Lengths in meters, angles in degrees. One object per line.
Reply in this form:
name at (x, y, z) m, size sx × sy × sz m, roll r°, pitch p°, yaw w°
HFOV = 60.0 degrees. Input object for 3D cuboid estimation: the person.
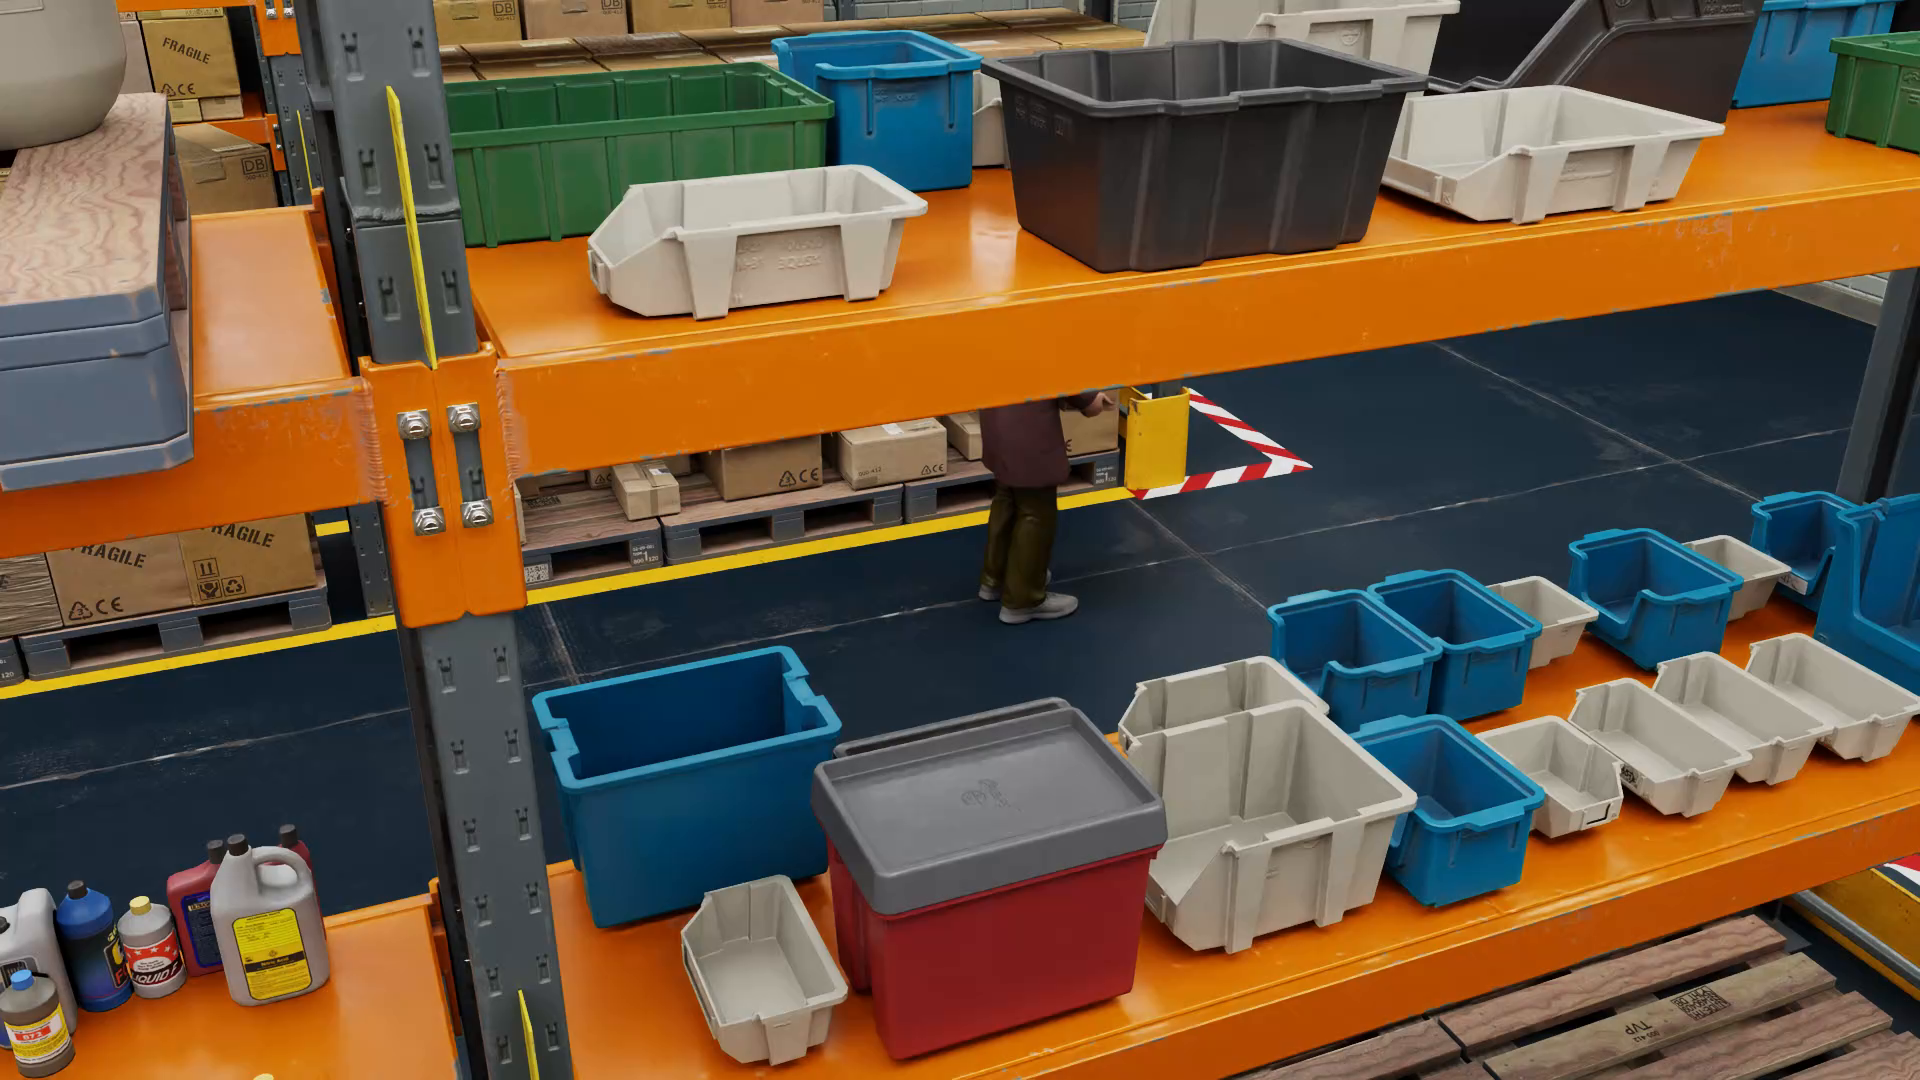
person at (0.349, -0.525, 7.232) m, size 0.552 × 1.769 × 0.531 m, roll -10°, pitch 27°, yaw -20°
